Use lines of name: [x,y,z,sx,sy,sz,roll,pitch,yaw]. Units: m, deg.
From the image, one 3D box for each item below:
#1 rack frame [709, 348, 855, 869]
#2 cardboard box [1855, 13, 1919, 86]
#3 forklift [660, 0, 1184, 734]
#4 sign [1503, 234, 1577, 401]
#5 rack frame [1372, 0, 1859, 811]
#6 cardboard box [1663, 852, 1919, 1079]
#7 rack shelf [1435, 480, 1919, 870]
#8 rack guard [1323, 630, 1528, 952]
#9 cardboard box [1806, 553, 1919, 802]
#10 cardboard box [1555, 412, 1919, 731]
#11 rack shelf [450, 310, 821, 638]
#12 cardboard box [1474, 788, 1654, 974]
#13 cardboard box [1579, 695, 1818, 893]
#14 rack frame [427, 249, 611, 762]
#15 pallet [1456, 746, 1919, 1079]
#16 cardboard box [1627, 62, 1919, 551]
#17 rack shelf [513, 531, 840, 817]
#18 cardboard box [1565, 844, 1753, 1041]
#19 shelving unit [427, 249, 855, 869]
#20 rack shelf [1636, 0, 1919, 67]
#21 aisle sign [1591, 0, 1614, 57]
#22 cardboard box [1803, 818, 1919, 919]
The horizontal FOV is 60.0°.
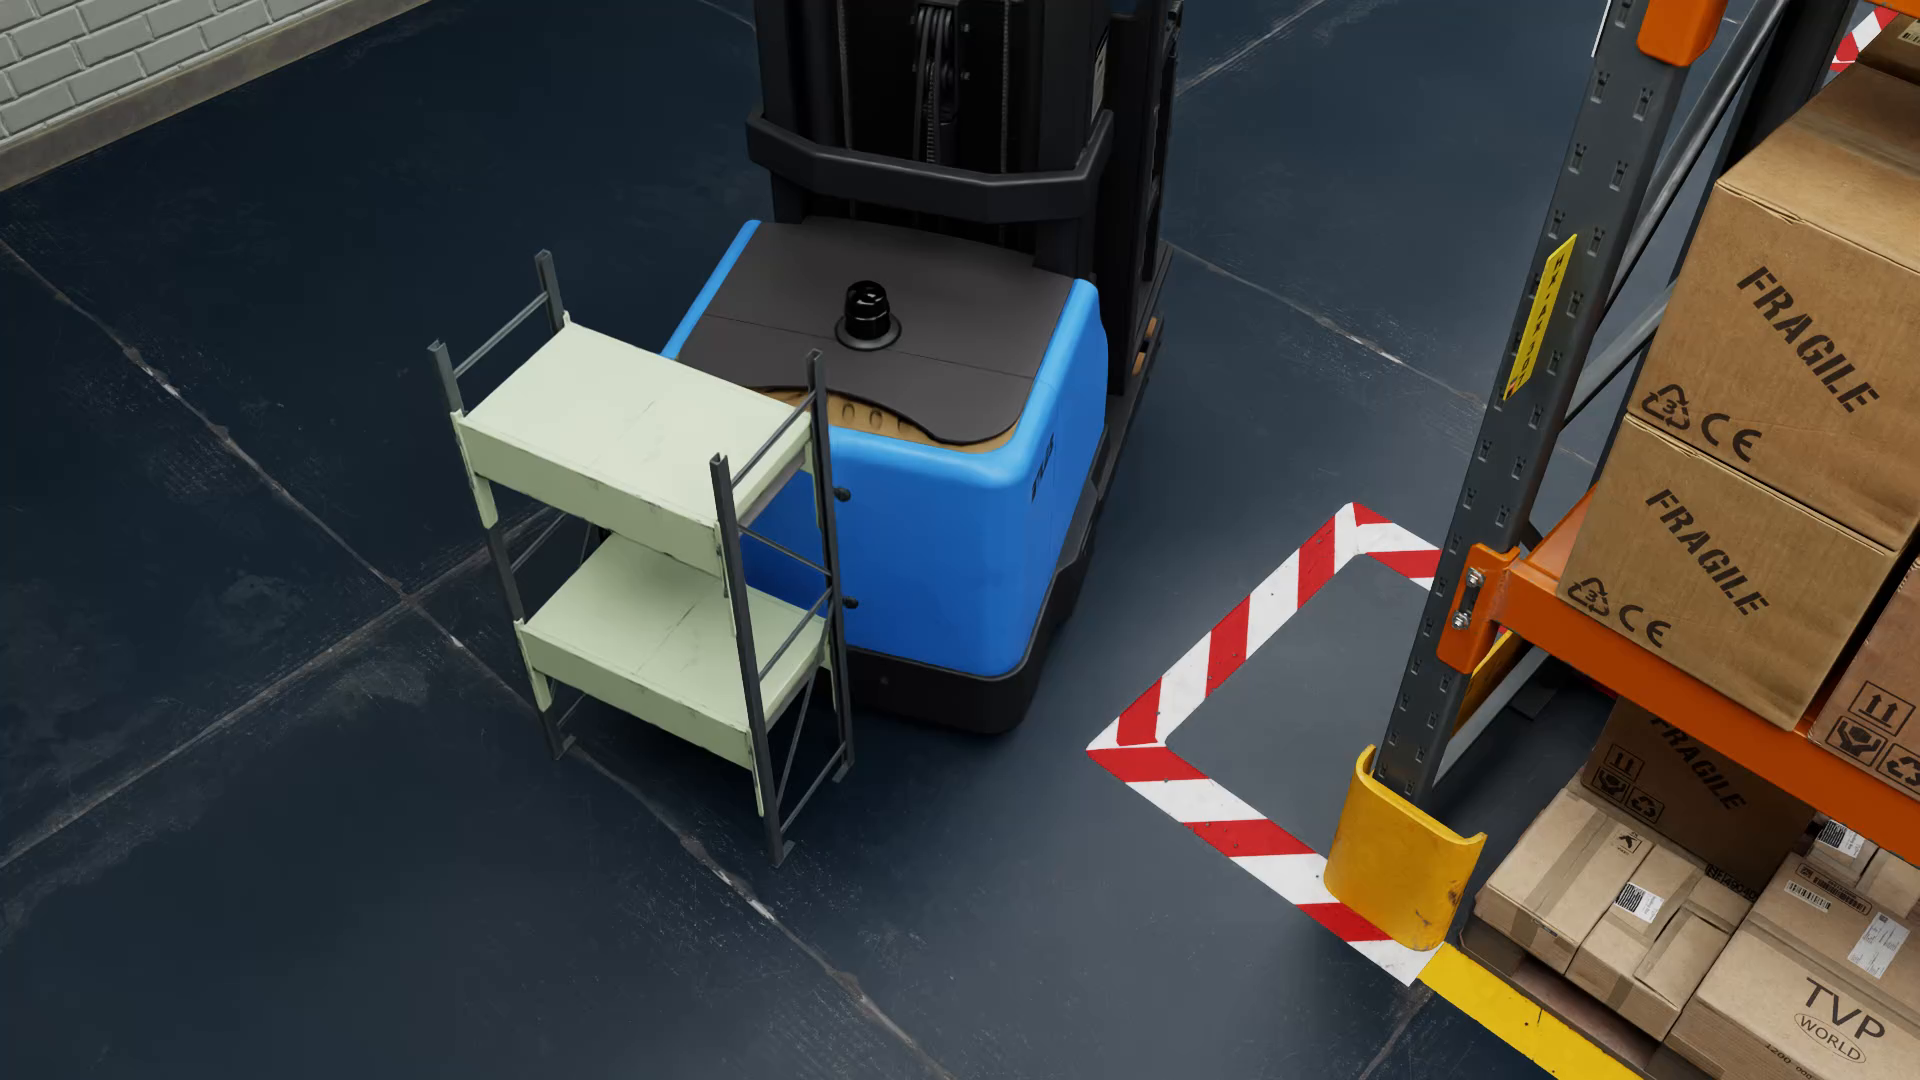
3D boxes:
rack frame: [-0.400,0.232,4.004,0.023,1.500,0.400,22,50,19]
cardboard box: [1.916,-0.691,3.087,0.500,0.500,0.500,33,55,27]
forklift: [0.084,-1.560,4.705,1.130,2.935,3.031,12,48,11]
sign: [1.034,-0.393,2.968,0.005,0.325,0.100,34,55,28]
rack frame: [1.402,-0.388,3.556,0.127,3.000,1.000,34,55,28]
cardboard box: [1.977,1.071,3.771,0.500,0.250,0.500,34,55,28]
rack shelf: [2.872,0.847,2.890,4.000,0.370,1.077,34,55,28]
rack guard: [1.458,0.505,4.432,0.348,0.500,1.175,34,55,28]
cardboard box: [1.932,0.191,2.945,0.500,0.500,0.500,33,55,27]
cardboard box: [1.549,-0.061,3.181,0.500,0.500,0.500,35,56,28]
rack shelf: [-0.721,-0.163,3.839,0.720,0.370,0.431,22,50,19]
cardboard box: [1.477,0.829,4.068,0.250,0.149,0.380,34,55,28]
cardboard box: [1.969,0.454,4.179,0.500,0.500,0.500,34,55,28]
rack frame: [-1.043,-0.023,4.243,0.023,1.500,0.400,22,50,19]
pallet: [2.045,0.998,4.168,1.213,0.211,1.003,34,55,28]
cardboard box: [1.549,-0.404,2.817,0.500,0.500,0.500,36,56,29]
rack shelf: [-0.721,0.327,4.361,0.720,0.370,0.431,22,50,19]
cardboard box: [1.661,0.946,3.946,0.250,0.166,0.380,34,55,28]
shelving unit: [-0.721,0.104,4.123,0.755,1.500,0.431,22,50,19]
rack shelf: [2.872,-0.179,1.797,4.000,0.370,1.077,34,55,28]
aisle sign: [1.153,-1.154,2.493,0.004,0.787,0.394,34,55,28]
cardboard box: [2.205,0.817,4.067,0.250,0.166,0.380,34,55,28]
